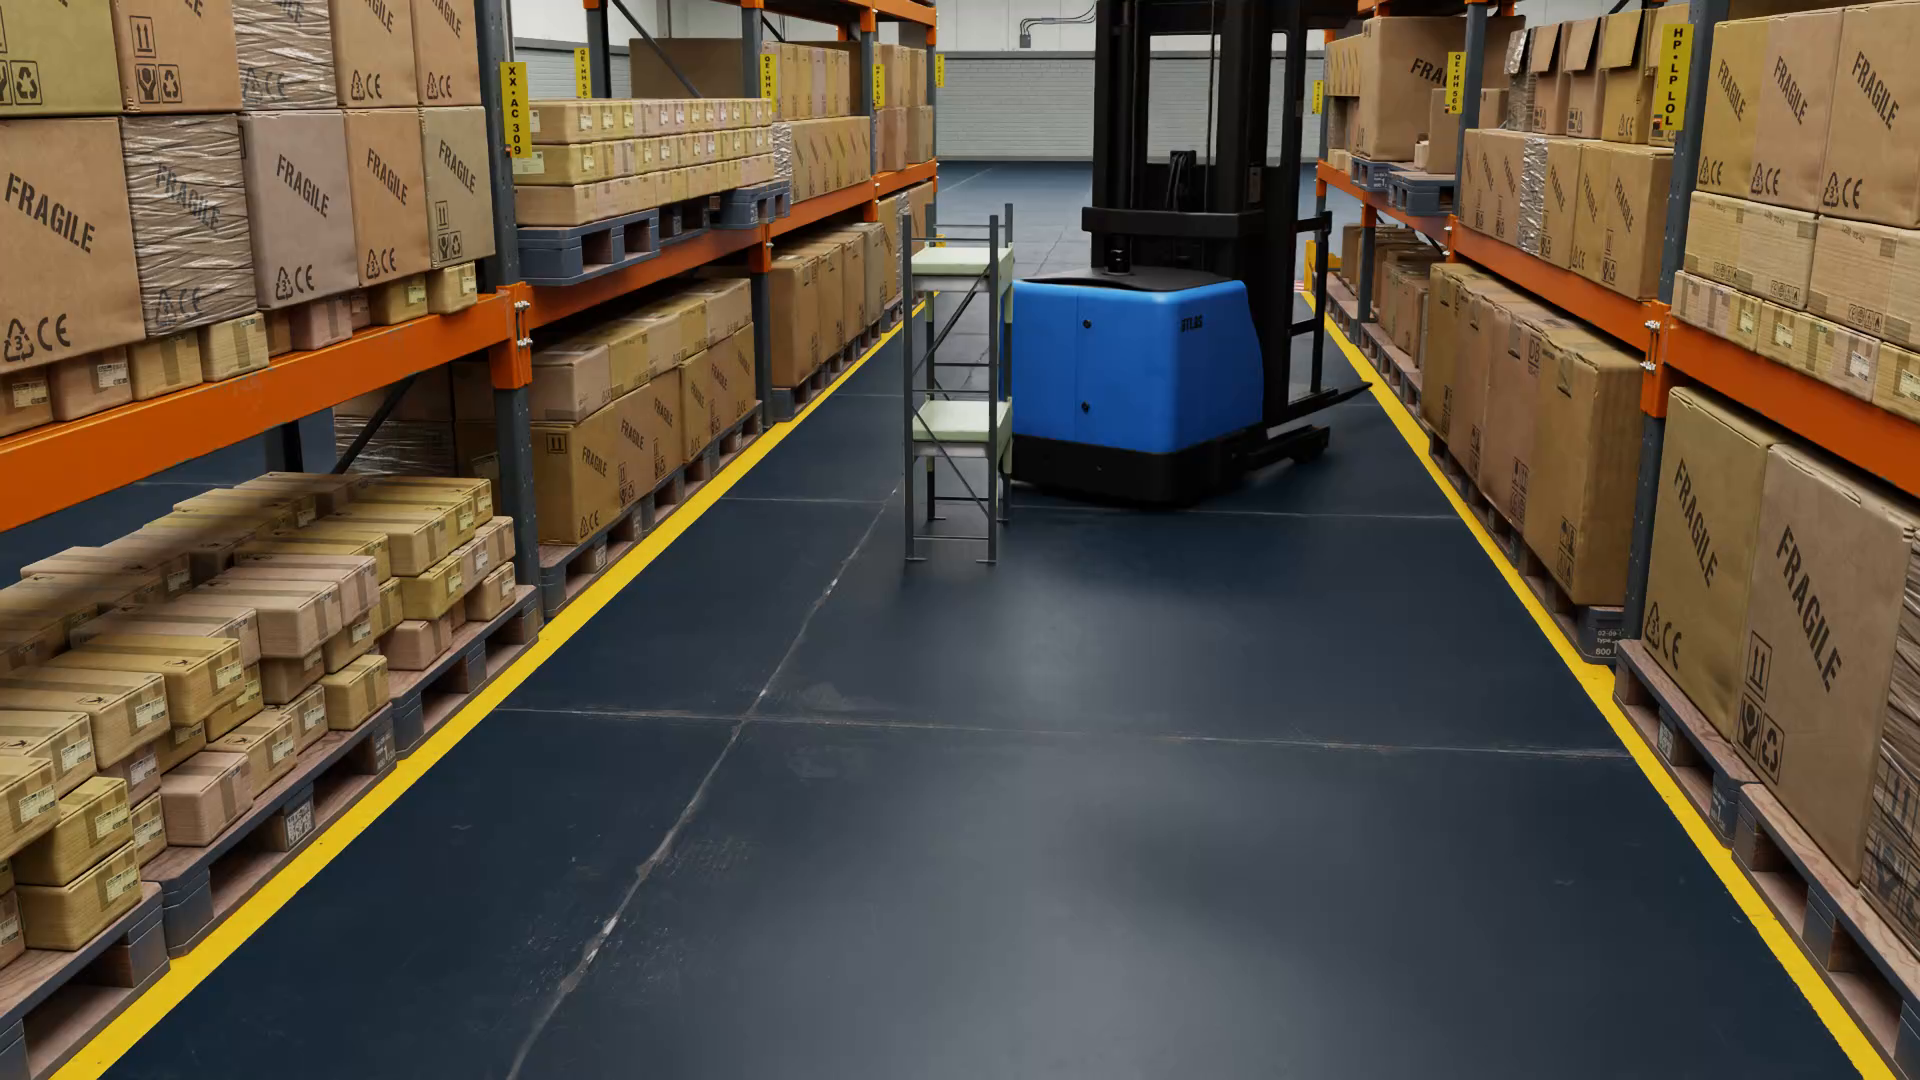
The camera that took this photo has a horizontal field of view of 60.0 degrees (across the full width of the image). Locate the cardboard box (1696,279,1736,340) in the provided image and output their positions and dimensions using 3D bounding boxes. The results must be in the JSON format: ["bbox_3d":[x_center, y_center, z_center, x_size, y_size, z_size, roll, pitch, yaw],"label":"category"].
[{"bbox_3d":[2.418,-0.680,4.913,0.380,0.149,0.250,1,15,4],"label":"cardboard box"}]

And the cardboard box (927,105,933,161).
[{"bbox_3d":[-0.748,-4.196,17.147,0.875,0.550,0.550,2,15,6],"label":"cardboard box"}]

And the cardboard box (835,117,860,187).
[{"bbox_3d":[-1.053,-2.958,12.663,0.500,0.500,0.500,2,15,6],"label":"cardboard box"}]

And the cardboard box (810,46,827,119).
[{"bbox_3d":[-1.367,-3.321,12.092,0.700,0.500,0.500,2,15,7],"label":"cardboard box"}]

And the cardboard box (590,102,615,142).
[{"bbox_3d":[-1.579,-1.639,6.513,0.380,0.149,0.250,2,15,8],"label":"cardboard box"}]

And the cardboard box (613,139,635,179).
[{"bbox_3d":[-1.548,-1.557,6.780,0.380,0.149,0.250,2,15,8],"label":"cardboard box"}]

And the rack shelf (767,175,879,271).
[{"bbox_3d":[-1.429,-2.318,11.866,1.077,0.370,4.000,2,15,6],"label":"rack shelf"}]

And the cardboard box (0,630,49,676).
[{"bbox_3d":[-2.554,0.334,4.198,0.380,0.149,0.250,1,15,4],"label":"cardboard box"}]

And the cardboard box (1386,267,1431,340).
[{"bbox_3d":[3.551,-1.736,12.280,0.700,0.500,0.500,2,15,6],"label":"cardboard box"}]

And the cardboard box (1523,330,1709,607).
[{"bbox_3d":[2.864,-0.280,6.218,1.225,0.875,0.875,2,15,6],"label":"cardboard box"}]

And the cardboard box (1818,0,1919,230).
[{"bbox_3d":[2.386,-0.991,3.860,0.500,0.500,0.500,1,15,4],"label":"cardboard box"}]

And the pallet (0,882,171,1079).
[{"bbox_3d":[-2.422,1.045,3.393,1.003,0.211,1.213,2,15,6],"label":"pallet"}]

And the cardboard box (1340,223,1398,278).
[{"bbox_3d":[4.078,-2.884,16.564,0.500,0.500,0.500,5,16,17],"label":"cardboard box"}]

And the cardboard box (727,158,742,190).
[{"bbox_3d":[-1.343,-1.891,8.585,0.380,0.149,0.250,1,15,6],"label":"cardboard box"}]

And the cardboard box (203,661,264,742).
[{"bbox_3d":[-2.114,0.418,4.456,0.380,0.149,0.250,2,15,9],"label":"cardboard box"}]

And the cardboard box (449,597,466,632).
[{"bbox_3d":[-1.924,0.241,5.681,0.380,0.149,0.250,2,15,8],"label":"cardboard box"}]

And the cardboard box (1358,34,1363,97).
[{"bbox_3d":[3.491,-3.811,13.332,0.500,0.500,0.500,2,15,6],"label":"cardboard box"}]

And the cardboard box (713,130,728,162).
[{"bbox_3d":[-1.372,-1.963,8.282,0.380,0.149,0.250,2,15,6],"label":"cardboard box"}]

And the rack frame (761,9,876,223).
[{"bbox_3d":[-1.203,-3.184,13.690,1.000,3.000,0.127,2,15,6],"label":"rack frame"}]

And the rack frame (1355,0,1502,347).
[{"bbox_3d":[3.714,-3.012,13.053,1.000,3.000,0.127,2,15,6],"label":"rack frame"}]

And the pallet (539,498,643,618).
[{"bbox_3d":[-2.019,0.035,7.128,1.003,0.211,1.213,2,15,6],"label":"pallet"}]

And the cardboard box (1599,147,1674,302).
[{"bbox_3d":[2.593,-1.114,5.845,0.500,0.500,0.500,2,15,6],"label":"cardboard box"}]

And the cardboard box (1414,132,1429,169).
[{"bbox_3d":[3.182,-2.552,10.808,0.396,0.266,0.258,1,15,5],"label":"cardboard box"}]

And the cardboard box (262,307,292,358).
[{"bbox_3d":[-2.052,-0.567,4.495,0.380,0.149,0.250,1,15,5],"label":"cardboard box"}]

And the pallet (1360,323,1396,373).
[{"bbox_3d":[3.628,-1.464,12.670,1.003,0.211,1.213,2,15,6],"label":"pallet"}]

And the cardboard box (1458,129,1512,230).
[{"bbox_3d":[2.937,-1.904,8.767,0.500,0.500,0.500,2,15,8],"label":"cardboard box"}]

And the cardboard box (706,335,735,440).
[{"bbox_3d":[-1.531,-0.830,8.968,0.500,0.500,0.500,2,15,9],"label":"cardboard box"}]

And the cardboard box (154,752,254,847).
[{"bbox_3d":[-2.024,0.646,4.182,0.380,0.149,0.250,1,15,4],"label":"cardboard box"}]

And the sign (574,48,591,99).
[{"bbox_3d":[-2.206,-2.721,9.760,0.100,0.325,0.005,2,15,6],"label":"sign"}]

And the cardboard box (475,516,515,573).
[{"bbox_3d":[-1.825,0.012,5.959,0.380,0.149,0.250,2,15,7],"label":"cardboard box"}]

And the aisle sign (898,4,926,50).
[{"bbox_3d":[-0.446,-5.486,17.223,0.394,0.787,0.004,2,15,6],"label":"aisle sign"}]

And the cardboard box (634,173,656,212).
[{"bbox_3d":[-1.517,-1.481,7.069,0.380,0.149,0.250,2,15,7],"label":"cardboard box"}]

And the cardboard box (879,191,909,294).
[{"bbox_3d":[-0.965,-2.756,15.374,0.875,0.875,0.875,2,15,7],"label":"cardboard box"}]

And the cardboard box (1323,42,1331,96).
[{"bbox_3d":[3.832,-4.589,16.210,0.500,0.500,0.500,2,15,6],"label":"cardboard box"}]

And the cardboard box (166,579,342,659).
[{"bbox_3d":[-1.961,0.218,4.628,0.380,0.149,0.250,1,15,4],"label":"cardboard box"}]

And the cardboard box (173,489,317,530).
[{"bbox_3d":[-2.440,-0.070,5.691,0.380,0.149,0.250,2,15,9],"label":"cardboard box"}]

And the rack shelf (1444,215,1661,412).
[{"bbox_3d":[3.037,-1.108,7.392,1.077,0.370,4.000,2,15,6],"label":"rack shelf"}]

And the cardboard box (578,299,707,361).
[{"bbox_3d":[-1.590,-1.057,8.371,0.500,0.250,0.500,2,15,8],"label":"cardboard box"}]

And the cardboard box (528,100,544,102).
[{"bbox_3d":[-2.106,-1.926,7.574,0.380,0.149,0.250,1,15,4],"label":"cardboard box"}]

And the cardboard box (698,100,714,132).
[{"bbox_3d":[-1.402,-2.039,7.994,0.380,0.149,0.250,2,15,9],"label":"cardboard box"}]

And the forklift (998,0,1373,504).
[{"bbox_3d":[1.447,-1.919,9.145,1.130,2.935,3.031,11,18,34],"label":"forklift"}]

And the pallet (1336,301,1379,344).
[{"bbox_3d":[3.755,-1.841,14.065,1.003,0.211,1.213,2,15,6],"label":"pallet"}]

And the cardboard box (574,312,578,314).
[{"bbox_3d":[-2.098,-1.073,8.433,0.500,0.250,0.500,2,15,7],"label":"cardboard box"}]

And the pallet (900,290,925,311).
[{"bbox_3d":[-0.904,-2.350,15.949,1.003,0.211,1.213,2,15,6],"label":"pallet"}]

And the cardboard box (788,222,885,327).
[{"bbox_3d":[-1.184,-2.137,13.324,1.050,0.750,0.750,2,15,6],"label":"cardboard box"}]

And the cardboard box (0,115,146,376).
[{"bbox_3d":[-2.129,-0.638,3.514,0.500,0.500,0.500,2,15,7],"label":"cardboard box"}]

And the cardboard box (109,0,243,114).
[{"bbox_3d":[-2.057,-1.252,3.870,0.500,0.500,0.500,1,15,4],"label":"cardboard box"}]

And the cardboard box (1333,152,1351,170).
[{"bbox_3d":[3.631,-3.475,15.247,0.380,0.149,0.250,2,15,6],"label":"cardboard box"}]

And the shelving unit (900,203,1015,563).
[{"bbox_3d":[0.001,-0.726,7.473,0.431,1.500,0.755,2,15,6],"label":"shelving unit"}]
